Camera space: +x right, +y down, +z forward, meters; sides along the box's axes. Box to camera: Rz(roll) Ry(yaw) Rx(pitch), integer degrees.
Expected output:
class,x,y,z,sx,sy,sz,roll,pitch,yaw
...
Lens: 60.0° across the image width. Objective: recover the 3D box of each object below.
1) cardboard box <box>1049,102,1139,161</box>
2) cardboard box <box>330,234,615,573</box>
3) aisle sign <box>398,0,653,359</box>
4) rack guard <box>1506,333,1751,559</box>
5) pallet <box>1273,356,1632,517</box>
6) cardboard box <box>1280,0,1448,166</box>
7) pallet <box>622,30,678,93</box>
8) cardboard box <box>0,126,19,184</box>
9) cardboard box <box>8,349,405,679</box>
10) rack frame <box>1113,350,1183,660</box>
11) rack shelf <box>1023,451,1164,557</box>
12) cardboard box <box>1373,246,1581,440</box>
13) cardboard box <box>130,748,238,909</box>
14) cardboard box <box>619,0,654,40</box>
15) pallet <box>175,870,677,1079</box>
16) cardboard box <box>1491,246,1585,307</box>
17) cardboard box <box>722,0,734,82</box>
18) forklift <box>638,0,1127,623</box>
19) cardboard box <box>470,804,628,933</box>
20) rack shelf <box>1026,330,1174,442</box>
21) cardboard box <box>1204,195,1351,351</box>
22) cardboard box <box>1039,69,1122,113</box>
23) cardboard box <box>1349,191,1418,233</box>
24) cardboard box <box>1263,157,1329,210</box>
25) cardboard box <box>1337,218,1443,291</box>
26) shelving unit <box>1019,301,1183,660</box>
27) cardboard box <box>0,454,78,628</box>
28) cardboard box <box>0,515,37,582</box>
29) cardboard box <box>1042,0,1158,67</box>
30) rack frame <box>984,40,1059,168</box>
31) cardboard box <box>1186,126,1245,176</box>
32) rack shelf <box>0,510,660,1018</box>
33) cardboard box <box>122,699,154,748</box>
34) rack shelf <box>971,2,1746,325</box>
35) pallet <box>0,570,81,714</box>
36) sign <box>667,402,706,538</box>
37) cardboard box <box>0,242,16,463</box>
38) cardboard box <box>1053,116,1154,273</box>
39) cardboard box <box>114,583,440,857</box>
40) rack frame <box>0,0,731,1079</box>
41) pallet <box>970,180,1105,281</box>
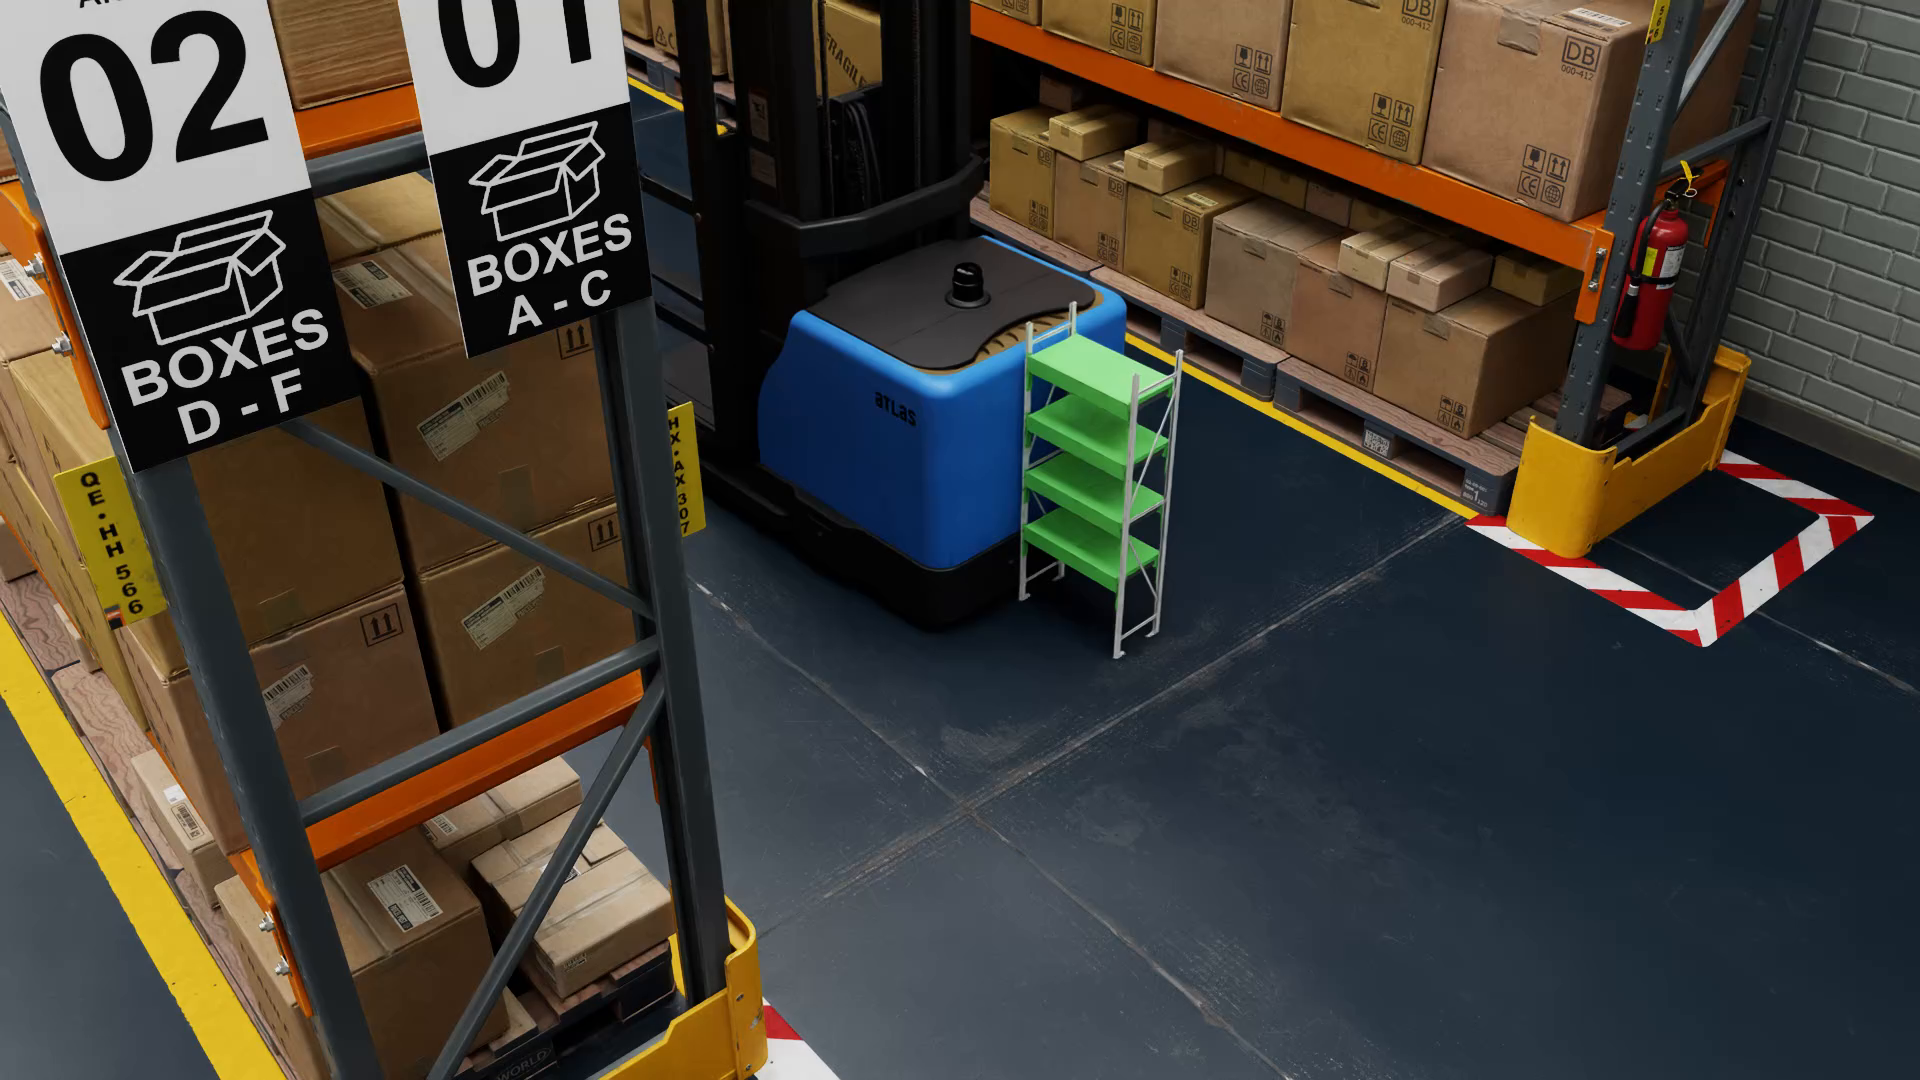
class,x,y,z,sx,sy,sz,roll,pitch,yaw
cardboard box,0.663,-2.032,8.261,0.380,0.149,0.250,-24,42,-30
cardboard box,-1.108,-0.331,3.670,0.500,0.500,0.500,-25,42,-30
aisle sign,-0.755,-0.728,2.934,0.394,0.787,0.004,-26,43,-32
rack guard,2.774,-0.406,6.891,1.175,0.500,0.348,-26,43,-32
pallet,2.183,-0.623,7.447,1.003,0.211,1.213,-26,43,-32
cardboard box,1.944,-2.098,6.858,0.980,0.700,0.700,-26,43,-32
pallet,-1.953,-3.455,11.446,1.003,0.211,1.213,-26,43,-32
cardboard box,-1.556,-0.879,2.931,0.500,0.250,0.500,-26,43,-32
cardboard box,-1.520,-0.131,3.388,0.500,0.500,0.500,-26,43,-32
rack frame,0.656,-0.098,5.850,0.240,1.200,0.015,-29,44,-34
rack shelf,0.488,-0.148,6.031,0.258,0.148,0.480,-29,44,-34
cardboard box,2.231,-0.860,7.169,0.700,0.500,0.500,-26,43,-32
cardboard box,-2.152,0.776,5.058,0.500,0.250,0.500,-26,43,-32
cardboard box,-2.030,-3.890,11.144,0.750,0.750,0.750,-27,43,-32
pallet,-1.587,1.165,4.923,1.003,0.211,1.213,-26,43,-32
cardboard box,2.464,-1.144,7.009,0.380,0.149,0.250,-26,43,-31
cardboard box,-0.917,-3.127,10.067,0.750,0.750,0.750,-25,42,-30
forklift,-0.743,-1.645,6.537,1.130,2.935,3.031,-29,44,-34
cardboard box,-1.192,0.965,4.862,0.380,0.166,0.250,-26,43,-32
rack shelf,0.488,-0.540,5.754,0.258,0.148,0.480,-29,44,-34
cardboard box,1.583,-1.303,7.794,0.700,0.500,0.500,-28,44,-33
cardboard box,0.640,-2.389,8.766,0.380,0.149,0.250,-26,43,-32
cardboard box,1.975,-1.478,7.480,0.380,0.149,0.250,-26,43,-31
cardboard box,1.644,-1.703,7.798,0.380,0.149,0.250,-26,43,-31
cardboard box,1.843,-1.226,7.124,0.380,0.149,0.250,-25,42,-31
shelving unit,0.488,-0.200,5.994,0.258,1.200,0.503,-29,44,-34
cardboard box,-2.175,-0.175,4.315,0.500,0.500,0.500,-26,43,-31
cardboard box,-3.499,-0.170,6.341,0.500,0.311,0.500,-26,43,-32
cardboard box,0.982,-2.756,7.786,0.980,0.700,0.700,-27,43,-33
rack frame,0.177,-3.203,8.677,1.000,3.000,0.127,-26,43,-32
cardboard box,1.314,-1.929,8.117,0.380,0.149,0.250,-26,43,-31
rack shelf,-2.314,-0.177,5.028,1.077,0.370,4.000,-26,43,-32
cardboard box,-2.388,0.313,5.492,0.797,0.503,0.637,-26,43,-32
rack shelf,1.468,-2.027,7.639,1.077,0.370,4.000,-26,43,-32
pallet,-3.162,0.088,6.444,1.003,0.211,1.213,-26,43,-32
sign,-0.609,-0.144,3.608,0.100,0.325,0.005,-26,43,-32
cardboard box,-2.185,-0.581,4.023,0.500,0.500,0.500,-25,42,-31
cardboard box,0.903,-1.763,8.443,0.700,0.500,0.500,-26,43,-32
cardboard box,-1.520,0.275,3.680,0.500,0.500,0.500,-25,42,-30
rack frame,-1.023,0.412,3.573,1.000,3.000,0.127,-26,43,-32
pallet,0.608,-1.700,8.968,1.003,0.211,1.213,-26,43,-32
